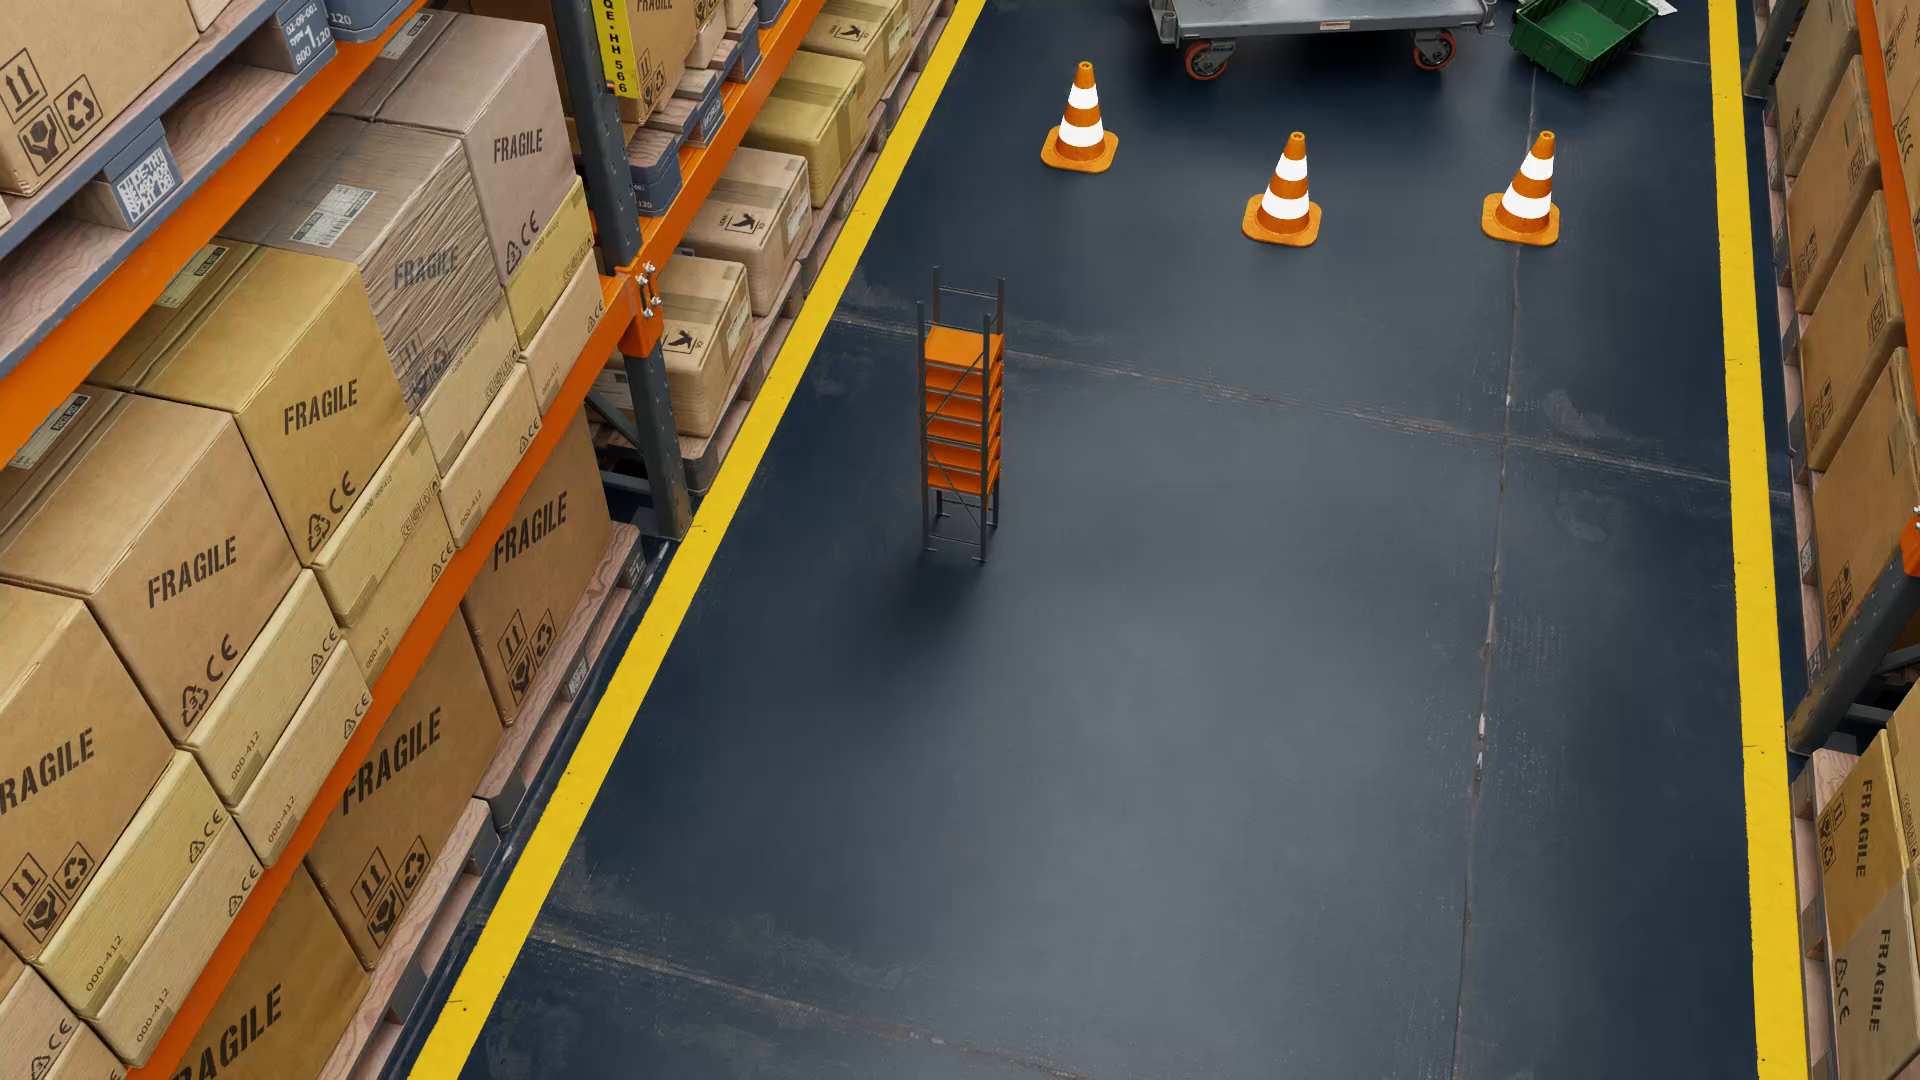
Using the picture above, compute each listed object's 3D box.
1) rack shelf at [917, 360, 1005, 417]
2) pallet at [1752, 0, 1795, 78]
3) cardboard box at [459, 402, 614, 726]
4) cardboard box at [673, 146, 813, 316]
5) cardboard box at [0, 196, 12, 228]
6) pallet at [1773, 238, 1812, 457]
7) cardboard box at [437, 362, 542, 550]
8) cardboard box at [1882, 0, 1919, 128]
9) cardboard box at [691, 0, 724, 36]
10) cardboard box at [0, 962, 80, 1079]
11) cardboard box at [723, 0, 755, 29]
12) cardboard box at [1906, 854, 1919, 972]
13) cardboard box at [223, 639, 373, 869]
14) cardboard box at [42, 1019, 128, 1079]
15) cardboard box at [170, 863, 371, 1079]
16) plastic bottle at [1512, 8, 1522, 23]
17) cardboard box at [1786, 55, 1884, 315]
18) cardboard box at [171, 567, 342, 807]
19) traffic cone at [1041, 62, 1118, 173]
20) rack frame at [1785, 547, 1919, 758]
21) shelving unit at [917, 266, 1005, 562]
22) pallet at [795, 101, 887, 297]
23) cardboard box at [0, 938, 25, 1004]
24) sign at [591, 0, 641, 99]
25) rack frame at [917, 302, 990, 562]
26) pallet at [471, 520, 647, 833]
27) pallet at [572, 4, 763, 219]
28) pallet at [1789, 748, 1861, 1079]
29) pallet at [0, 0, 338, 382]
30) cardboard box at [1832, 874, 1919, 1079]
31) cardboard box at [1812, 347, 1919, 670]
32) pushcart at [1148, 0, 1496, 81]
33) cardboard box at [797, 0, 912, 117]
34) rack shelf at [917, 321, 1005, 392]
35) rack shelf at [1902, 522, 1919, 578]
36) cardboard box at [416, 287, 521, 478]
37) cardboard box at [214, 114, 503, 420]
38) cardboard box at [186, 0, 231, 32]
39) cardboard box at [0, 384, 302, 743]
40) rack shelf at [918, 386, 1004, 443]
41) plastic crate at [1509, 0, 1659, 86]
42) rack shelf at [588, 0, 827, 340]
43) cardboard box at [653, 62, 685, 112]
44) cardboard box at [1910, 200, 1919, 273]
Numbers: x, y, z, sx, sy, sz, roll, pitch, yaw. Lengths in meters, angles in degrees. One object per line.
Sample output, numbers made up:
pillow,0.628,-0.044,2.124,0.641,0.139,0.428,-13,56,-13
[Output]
rack shelf,0.004,-0.537,5.663,0.258,0.103,0.180,12,50,10
pallet,4.620,-2.723,8.512,1.003,0.211,1.213,12,50,10
cardboard box,-1.772,-0.074,5.452,0.875,0.875,0.875,11,50,10
cardboard box,-1.165,-1.333,6.898,0.950,0.372,0.625,11,49,9
cardboard box,-1.744,-0.567,2.559,0.396,0.266,0.258,15,50,13
pallet,3.895,-0.730,6.753,1.003,0.211,1.213,12,50,10
cardboard box,-1.512,-0.282,4.598,0.500,0.250,0.500,12,50,11
cardboard box,3.546,-1.723,5.703,0.500,0.500,0.500,12,50,11
cardboard box,-1.038,-2.050,5.513,0.500,0.500,0.500,14,50,12
cardboard box,-2.065,1.011,3.124,0.500,0.250,0.500,12,50,11
cardboard box,-0.930,-1.957,5.864,0.380,0.149,0.250,12,50,10
cardboard box,2.743,1.040,4.218,0.500,0.250,0.500,11,49,10
cardboard box,-1.767,0.454,3.949,0.500,0.250,0.500,11,49,9
cardboard box,-2.058,1.181,3.307,0.500,0.250,0.500,10,49,9
cardboard box,-2.247,1.217,4.312,0.875,0.875,0.875,13,50,11
plastic bottle,2.961,-2.636,8.536,0.133,0.061,0.283,-11,50,-10
cardboard box,4.010,-1.341,6.654,1.050,0.750,0.750,12,50,10
cardboard box,-1.775,0.285,3.764,0.500,0.250,0.500,10,49,9
traffic cone,0.567,-2.002,7.708,0.336,0.463,0.334,12,50,10
rack frame,3.292,-0.217,4.441,1.000,3.000,0.127,12,50,10
shelving unit,0.004,-0.407,5.809,0.258,1.200,0.189,12,50,10
pallet,-0.980,-1.643,7.559,1.003,0.211,1.213,12,50,10
cardboard box,-2.063,0.773,2.833,0.500,0.500,0.500,11,50,10
sign,-0.974,-1.397,4.710,0.100,0.325,0.005,12,50,10
rack frame,-0.020,-0.341,5.751,0.240,1.200,0.006,12,50,10
pallet,-1.790,0.357,5.794,1.003,0.211,1.213,12,50,10
pallet,-1.425,-1.594,5.784,1.213,0.211,1.003,12,50,10
pallet,3.085,1.270,4.988,1.003,0.211,1.213,12,50,10
pallet,-1.920,-0.766,3.050,1.003,0.211,1.213,14,50,12
cardboard box,2.731,1.296,4.492,0.500,0.500,0.500,12,50,10
cardboard box,3.539,-0.035,5.500,1.050,0.750,0.750,11,49,10
pushcart,1.755,-2.733,8.410,1.648,0.377,0.936,-4,49,-3
cardboard box,-0.779,-2.383,7.825,0.950,0.372,0.625,14,50,12
rack shelf,0.004,-0.616,5.573,0.258,0.103,0.180,12,50,10
rack shelf,2.765,1.467,3.434,1.077,0.370,4.000,12,50,10
cardboard box,-1.524,-0.465,4.426,0.500,0.250,0.500,10,49,9
cardboard box,-1.521,-0.687,4.122,0.500,0.500,0.500,12,50,11
cardboard box,-1.535,-1.143,3.067,0.396,0.266,0.258,10,49,9
cardboard box,-1.798,0.036,3.484,0.500,0.500,0.500,11,49,9
rack shelf,0.004,-0.457,5.753,0.258,0.103,0.180,12,50,10
plastic crate,3.126,-2.583,8.367,0.662,0.188,0.450,-37,68,-28
rack shelf,-0.984,-2.330,6.785,1.077,0.370,4.000,12,50,10
cardboard box,-1.139,-1.573,5.525,0.380,0.149,0.250,9,49,8
cardboard box,3.284,-0.990,5.056,0.500,0.500,0.500,12,50,10
